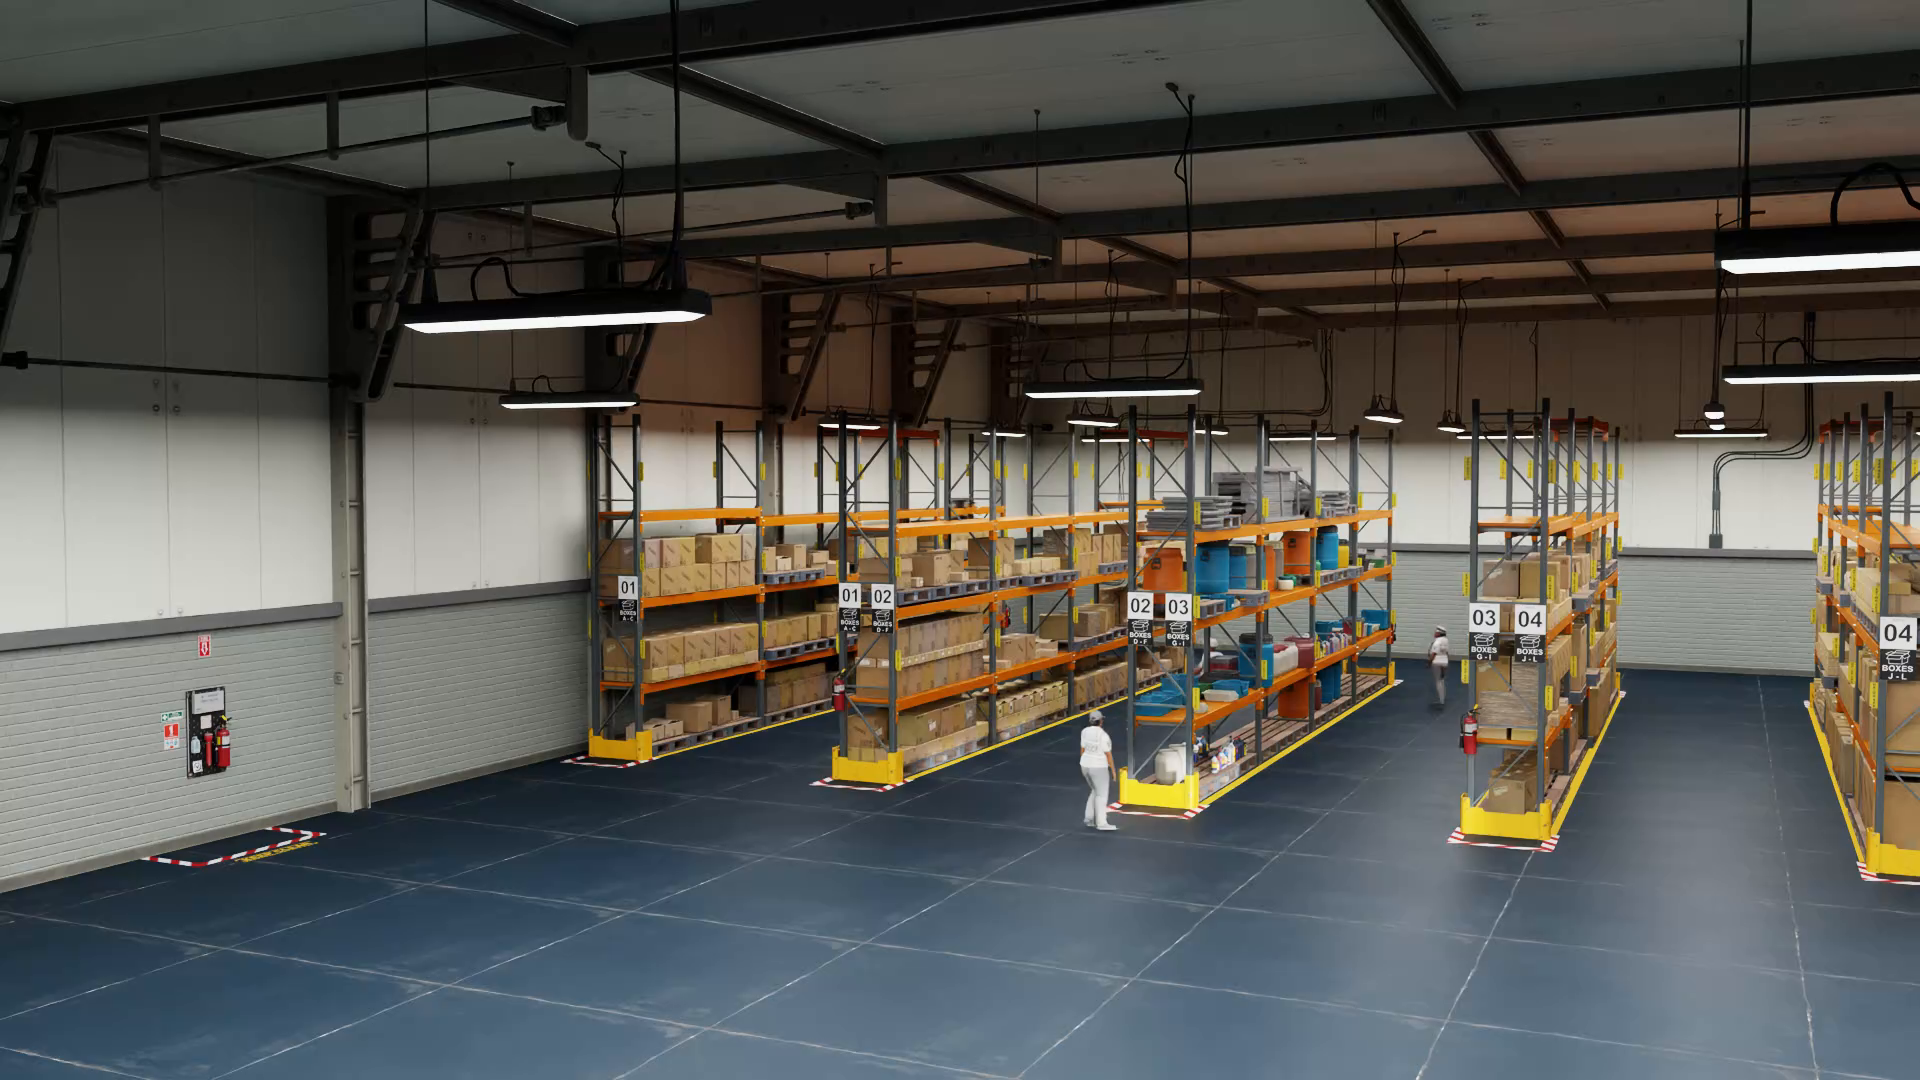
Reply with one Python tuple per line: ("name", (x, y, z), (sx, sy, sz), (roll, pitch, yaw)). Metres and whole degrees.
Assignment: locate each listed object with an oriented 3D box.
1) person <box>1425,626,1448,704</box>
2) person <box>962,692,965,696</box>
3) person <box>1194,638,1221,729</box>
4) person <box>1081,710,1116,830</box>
("person", (10.281, 2.713, 35.751), (0.506, 1.755, 0.517), (-1, 2, -19))
("person", (0.067, 2.780, 34.295), (0.387, 1.590, 0.407), (-1, 3, -31))
("person", (4.731, 2.783, 32.307), (0.785, 1.774, 0.727), (2, 3, 43))
("person", (1.938, 3.239, 23.275), (0.426, 1.722, 0.515), (-1, 3, -27))
